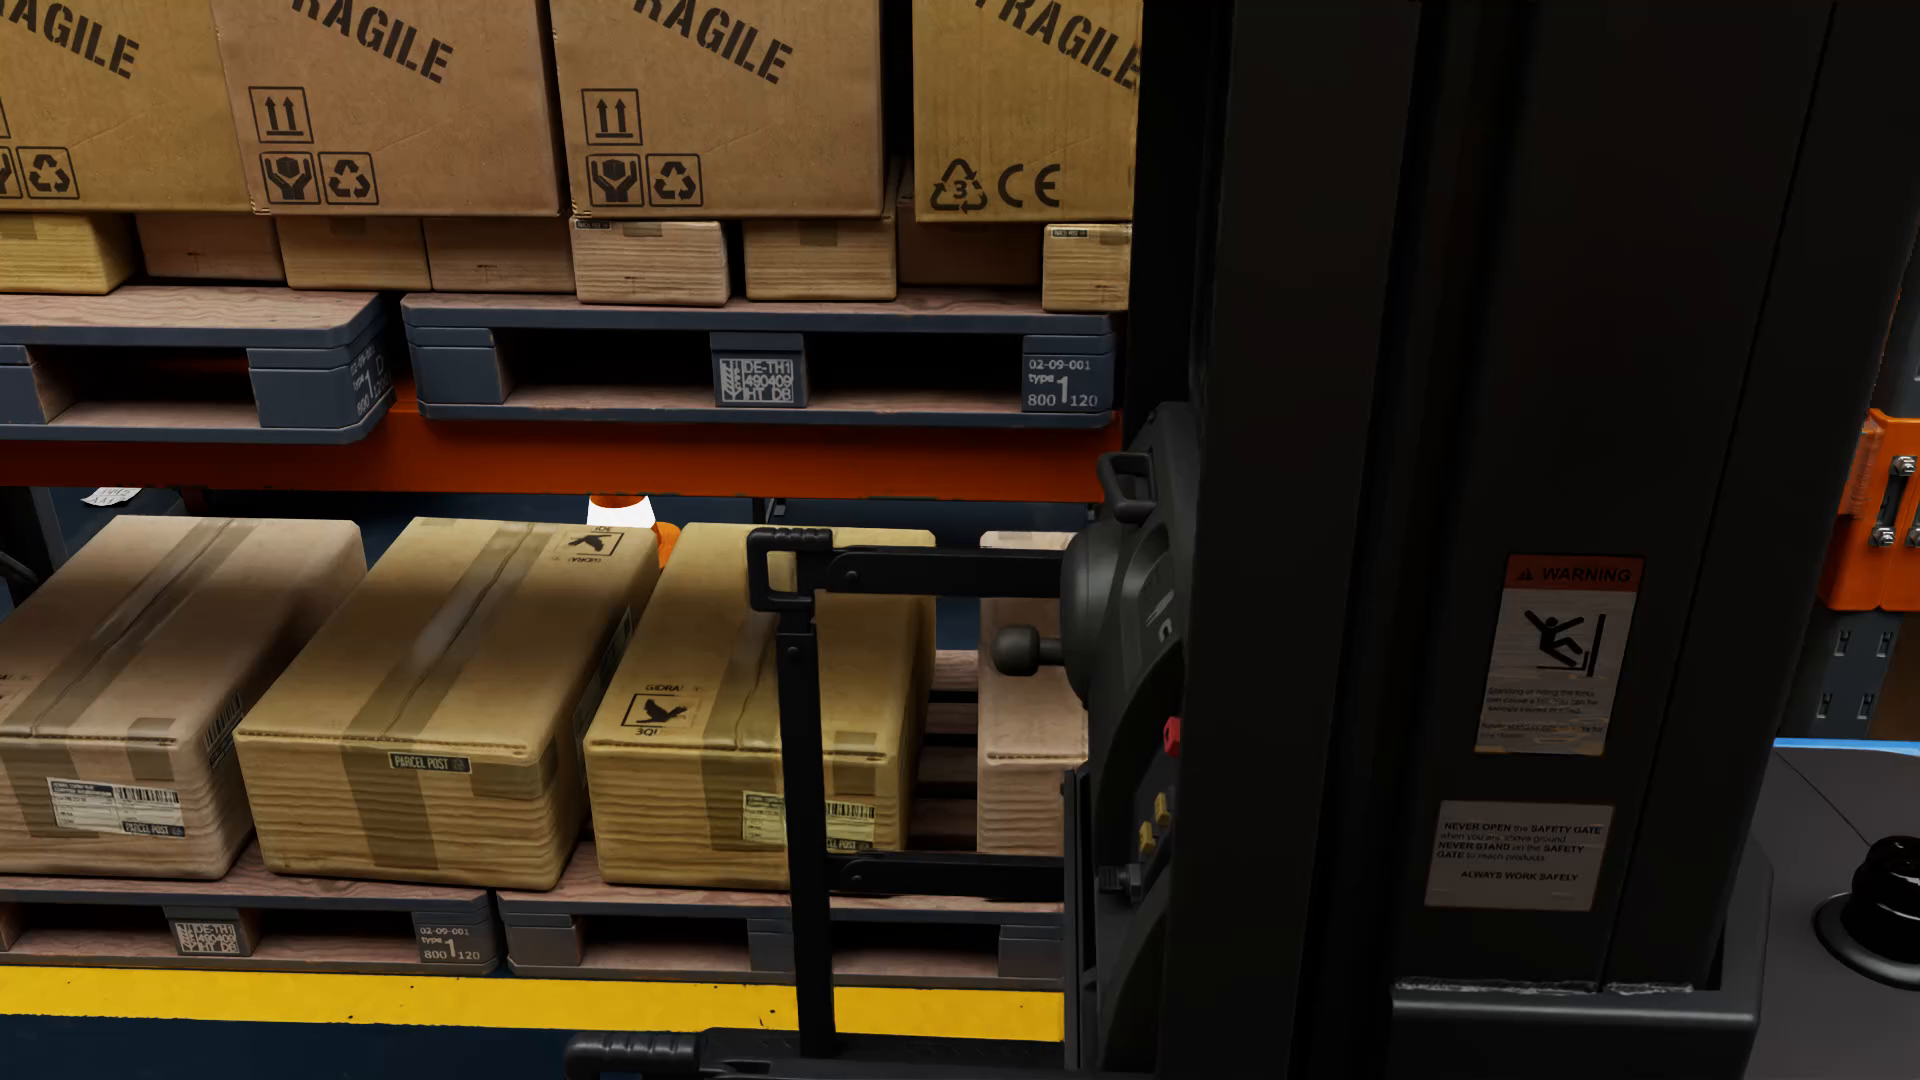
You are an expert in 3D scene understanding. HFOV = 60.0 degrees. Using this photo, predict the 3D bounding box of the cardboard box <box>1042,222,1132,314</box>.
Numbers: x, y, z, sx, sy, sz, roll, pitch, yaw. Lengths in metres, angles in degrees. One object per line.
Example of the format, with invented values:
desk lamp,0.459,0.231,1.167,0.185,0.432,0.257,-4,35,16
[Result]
cardboard box,0.269,-0.523,2.854,0.250,0.149,0.380,1,28,3

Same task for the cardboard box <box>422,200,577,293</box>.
cardboard box,-0.763,-0.571,2.945,0.250,0.149,0.380,1,28,2

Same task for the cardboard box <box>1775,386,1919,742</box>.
cardboard box,2.343,0.210,3.471,0.875,0.875,0.875,1,28,1

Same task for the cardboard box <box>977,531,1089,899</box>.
cardboard box,0.354,0.359,3.727,0.625,0.372,0.950,0,28,1

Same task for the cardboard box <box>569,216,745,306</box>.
cardboard box,-0.499,-0.543,2.891,0.250,0.149,0.380,2,28,4

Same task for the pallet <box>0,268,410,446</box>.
pallet,-1.583,-0.494,3.184,1.213,0.211,1.003,1,28,2

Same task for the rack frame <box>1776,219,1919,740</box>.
rack frame,1.656,-0.594,3.167,0.127,3.000,1.000,1,28,2

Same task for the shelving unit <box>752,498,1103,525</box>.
shelving unit,-0.085,-0.664,4.901,1.048,1.500,0.538,1,28,2

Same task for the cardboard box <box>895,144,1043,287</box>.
cardboard box,0.023,-0.586,2.973,0.250,0.149,0.380,1,28,2

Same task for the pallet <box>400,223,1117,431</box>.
pallet,-0.324,-0.522,3.238,1.213,0.211,1.003,1,28,2

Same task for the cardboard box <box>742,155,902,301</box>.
cardboard box,-0.231,-0.552,2.908,0.250,0.149,0.380,0,28,0

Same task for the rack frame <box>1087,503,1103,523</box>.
rack frame,0.423,-0.656,4.886,0.032,1.500,0.500,1,28,2

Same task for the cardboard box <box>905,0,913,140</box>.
cardboard box,0.162,-1.081,3.215,0.500,0.500,0.500,1,28,3

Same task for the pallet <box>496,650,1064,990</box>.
pallet,-0.341,0.603,3.886,1.213,0.211,1.003,1,28,2

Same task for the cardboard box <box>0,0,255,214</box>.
cardboard box,-1.382,-0.871,2.817,0.500,0.500,0.500,1,28,2

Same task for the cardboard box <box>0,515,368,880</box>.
cardboard box,-1.817,0.323,3.795,0.625,0.372,0.950,1,28,2

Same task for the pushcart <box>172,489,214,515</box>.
pushcart,-2.311,-0.569,5.921,0.936,0.377,1.648,-9,29,-16

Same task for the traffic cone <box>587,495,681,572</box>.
traffic cone,-1.053,-0.174,5.083,0.334,0.463,0.336,1,28,2

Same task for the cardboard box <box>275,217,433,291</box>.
cardboard box,-1.010,-0.576,2.954,0.250,0.149,0.380,1,28,3

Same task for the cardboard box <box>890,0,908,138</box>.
cardboard box,-0.337,-1.093,3.237,0.500,0.500,0.500,0,28,0

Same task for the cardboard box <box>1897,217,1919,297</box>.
cardboard box,2.171,-0.640,3.416,0.500,0.250,0.500,0,28,0

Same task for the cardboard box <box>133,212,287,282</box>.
cardboard box,-1.265,-0.600,2.999,0.250,0.149,0.380,3,28,5

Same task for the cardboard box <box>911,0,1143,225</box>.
cardboard box,0.170,-0.843,2.765,0.500,0.500,0.500,-1,28,-2

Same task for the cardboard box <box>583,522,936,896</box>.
cardboard box,-0.404,0.344,3.755,0.625,0.372,0.950,2,28,3

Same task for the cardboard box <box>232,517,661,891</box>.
cardboard box,-1.099,0.334,3.775,0.625,0.372,0.950,3,28,5

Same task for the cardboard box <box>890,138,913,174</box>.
cardboard box,-0.017,-0.775,3.329,0.250,0.149,0.380,2,28,4

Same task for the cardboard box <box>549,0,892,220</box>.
cardboard box,-0.375,-0.853,2.783,0.500,0.500,0.500,0,28,0

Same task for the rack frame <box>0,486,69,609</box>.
rack frame,-2.342,-0.660,3.292,0.127,3.000,1.000,1,28,2

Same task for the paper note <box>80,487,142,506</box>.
paper note,-2.811,-0.155,5.510,0.142,0.019,0.148,1,28,2

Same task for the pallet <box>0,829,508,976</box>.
pallet,-1.563,0.585,3.922,1.213,0.211,1.003,1,28,2

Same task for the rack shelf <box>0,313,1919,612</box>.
rack shelf,-0.343,-0.309,3.398,4.000,0.370,1.077,1,28,2

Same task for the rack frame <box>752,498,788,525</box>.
rack frame,-0.593,-0.672,4.917,0.032,1.500,0.500,1,28,2

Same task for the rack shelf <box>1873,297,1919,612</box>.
rack shelf,3.655,-0.243,3.273,4.000,0.370,1.077,1,28,2

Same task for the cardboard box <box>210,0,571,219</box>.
cardboard box,-0.889,-0.856,2.790,0.500,0.500,0.500,1,28,1

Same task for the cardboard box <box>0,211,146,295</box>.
cardboard box,-1.551,-0.569,2.940,0.250,0.149,0.380,2,28,3
